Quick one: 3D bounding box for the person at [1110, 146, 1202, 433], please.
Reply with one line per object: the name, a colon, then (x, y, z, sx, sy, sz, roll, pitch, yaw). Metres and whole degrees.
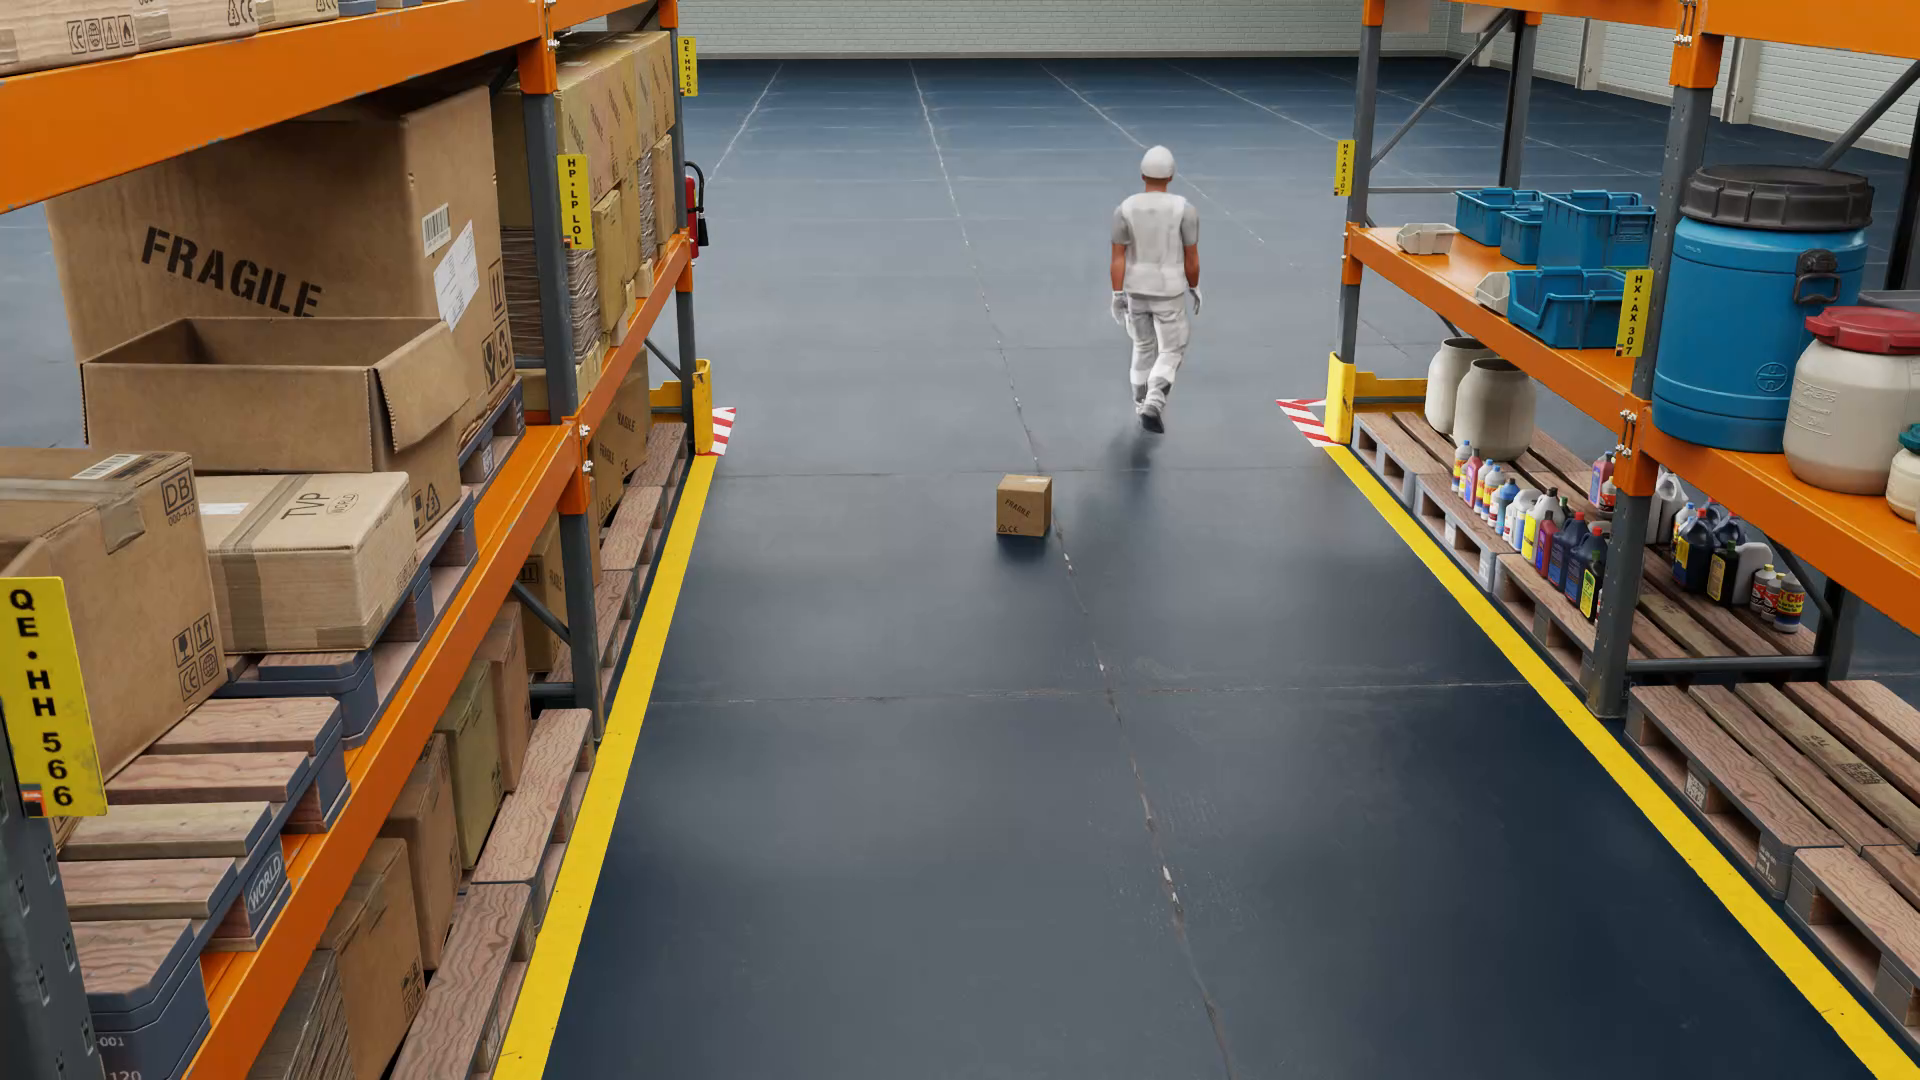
person: (1.185, -1.501, 10.107, 0.533, 1.758, 0.903, 7, 21, 18)
